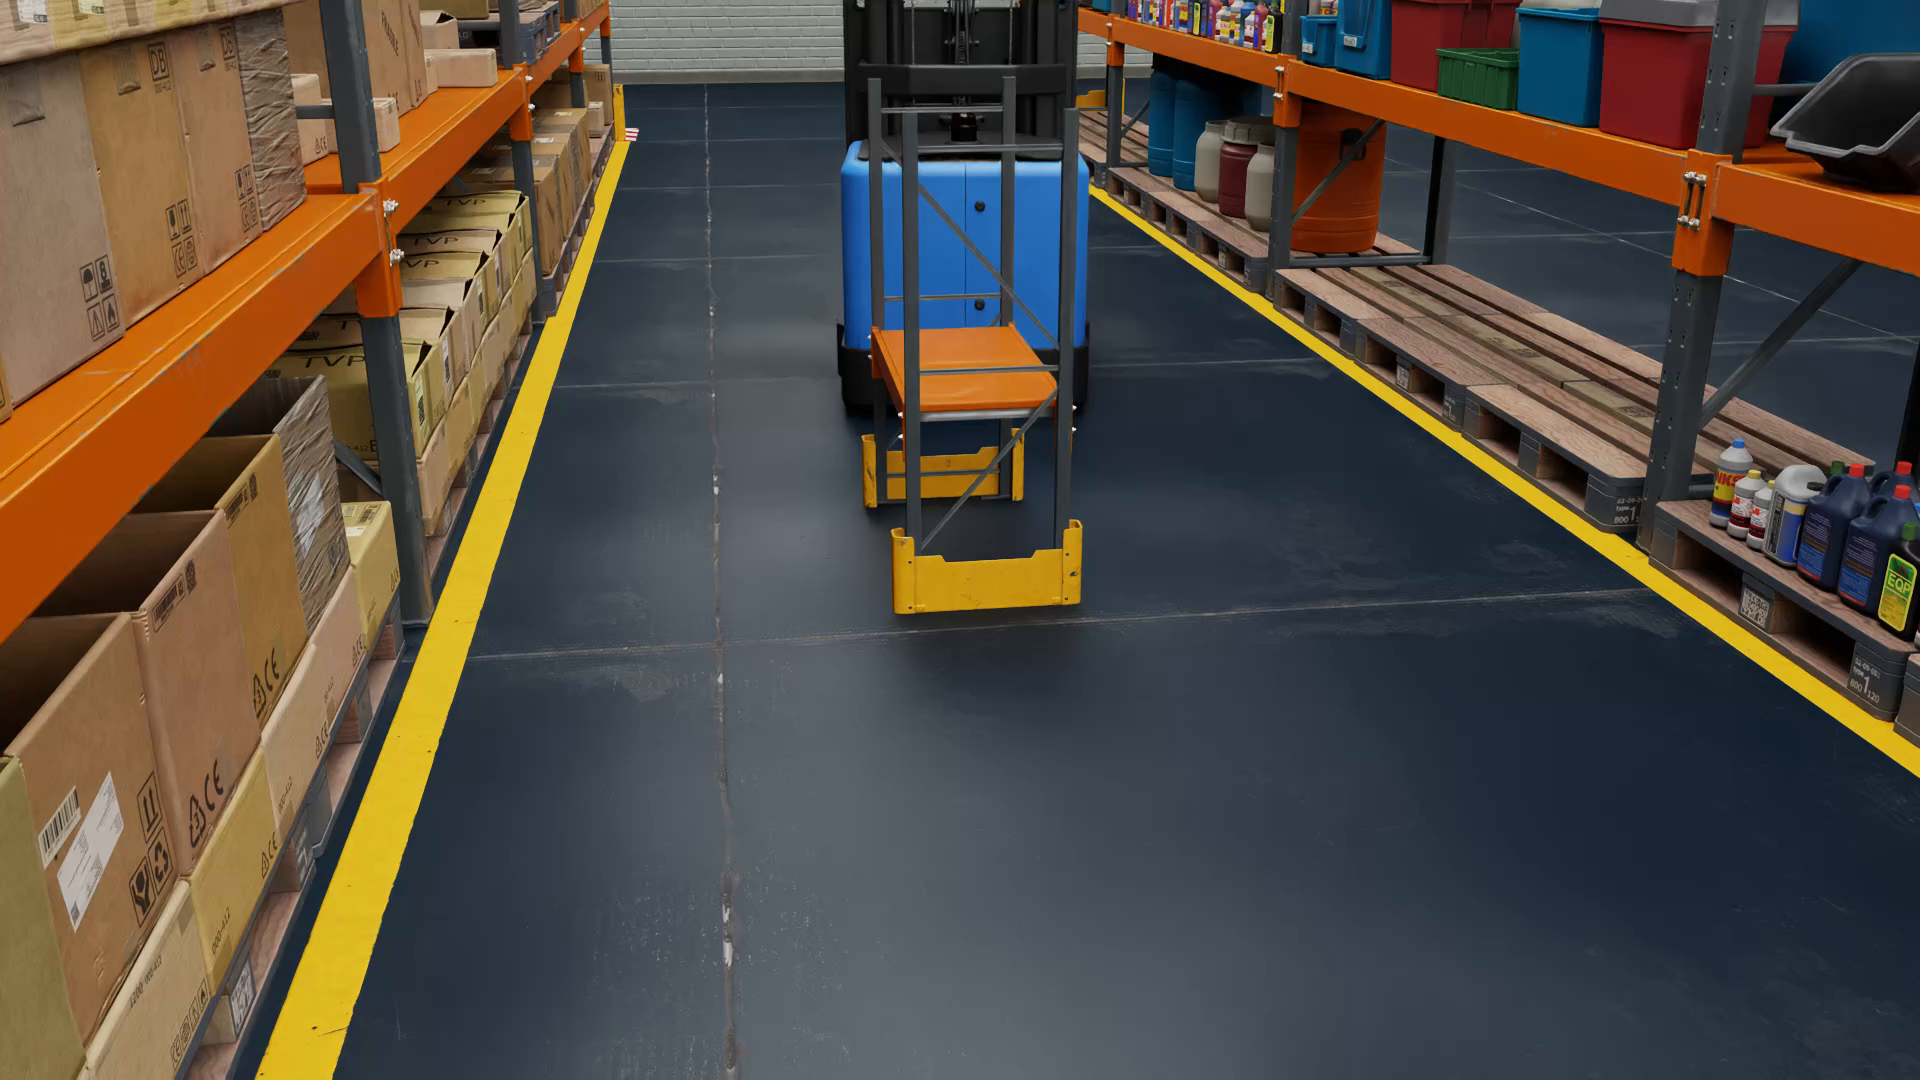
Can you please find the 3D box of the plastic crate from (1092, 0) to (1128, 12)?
[{"bbox_3d":[1.239,-4.322,12.937,0.392,0.384,0.575,-3,21,-8],"label":"plastic crate"}]

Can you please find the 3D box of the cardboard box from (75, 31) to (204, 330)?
[{"bbox_3d":[-1.884,-0.676,3.095,0.700,0.500,0.500,-3,21,-7],"label":"cardboard box"}]

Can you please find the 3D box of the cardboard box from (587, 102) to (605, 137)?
[{"bbox_3d":[-3.406,-3.705,14.649,0.500,0.250,0.500,-3,21,-8],"label":"cardboard box"}]

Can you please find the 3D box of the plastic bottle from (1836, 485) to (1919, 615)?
[{"bbox_3d":[2.530,0.014,4.549,0.144,0.351,0.185,-4,21,-10],"label":"plastic bottle"}]

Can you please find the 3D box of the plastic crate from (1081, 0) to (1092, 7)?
[{"bbox_3d":[1.217,-4.430,13.597,0.437,0.125,0.590,-3,21,-8],"label":"plastic crate"}]

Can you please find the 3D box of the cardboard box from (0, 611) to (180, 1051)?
[{"bbox_3d":[-1.545,0.444,2.497,0.500,0.500,0.500,-3,21,-8],"label":"cardboard box"}]

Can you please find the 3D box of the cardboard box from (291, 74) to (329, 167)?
[{"bbox_3d":[-2.219,-1.236,4.953,0.500,0.250,0.500,-2,21,-4],"label":"cardboard box"}]

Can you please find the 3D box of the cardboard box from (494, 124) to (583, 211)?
[{"bbox_3d":[-2.769,-2.442,10.910,0.500,0.500,0.500,-3,21,-7],"label":"cardboard box"}]

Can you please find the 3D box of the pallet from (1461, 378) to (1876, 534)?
[{"bbox_3d":[2.645,-0.350,6.353,1.003,0.211,1.213,-3,21,-8],"label":"pallet"}]

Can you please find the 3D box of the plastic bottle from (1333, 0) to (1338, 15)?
[{"bbox_3d":[2.355,-3.239,10.285,0.097,0.271,0.097,0,20,0],"label":"plastic bottle"}]

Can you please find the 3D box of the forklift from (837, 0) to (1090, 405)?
[{"bbox_3d":[-0.002,-2.407,7.973,1.130,2.935,3.031,0,20,-1],"label":"forklift"}]

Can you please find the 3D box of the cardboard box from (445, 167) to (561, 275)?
[{"bbox_3d":[-2.465,-1.730,9.005,0.500,0.500,0.500,-2,21,-5],"label":"cardboard box"}]

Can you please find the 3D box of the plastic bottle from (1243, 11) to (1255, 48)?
[{"bbox_3d":[1.694,-2.952,9.616,0.097,0.201,0.097,0,20,0],"label":"plastic bottle"}]

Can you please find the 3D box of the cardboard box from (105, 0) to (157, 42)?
[{"bbox_3d":[-1.672,-0.966,2.945,0.380,0.149,0.250,-2,21,-6],"label":"cardboard box"}]

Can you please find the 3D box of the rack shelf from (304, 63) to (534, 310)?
[{"bbox_3d":[-2.394,-1.494,6.456,1.077,0.370,4.000,-3,21,-8],"label":"rack shelf"}]

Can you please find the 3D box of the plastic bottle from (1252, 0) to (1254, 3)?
[{"bbox_3d":[2.025,-3.662,11.419,0.097,0.271,0.097,0,20,0],"label":"plastic bottle"}]

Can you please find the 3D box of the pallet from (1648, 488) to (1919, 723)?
[{"bbox_3d":[2.853,0.154,5.002,1.003,0.211,1.213,-3,21,-8],"label":"pallet"}]

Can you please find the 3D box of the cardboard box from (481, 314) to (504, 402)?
[{"bbox_3d":[-2.140,-0.731,6.717,0.500,0.250,0.500,-3,21,-7],"label":"cardboard box"}]

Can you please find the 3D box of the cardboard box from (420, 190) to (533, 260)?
[{"bbox_3d":[-2.363,-1.526,8.042,0.500,0.311,0.500,-2,21,-6],"label":"cardboard box"}]

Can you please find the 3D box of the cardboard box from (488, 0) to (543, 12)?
[{"bbox_3d":[-2.827,-3.305,9.536,0.700,0.500,0.500,1,20,2],"label":"cardboard box"}]

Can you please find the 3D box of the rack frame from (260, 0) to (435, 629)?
[{"bbox_3d":[-2.105,-1.138,4.476,1.000,3.000,0.127,-3,21,-8],"label":"rack frame"}]

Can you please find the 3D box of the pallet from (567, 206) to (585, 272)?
[{"bbox_3d":[-2.925,-1.899,10.498,1.003,0.211,1.213,-3,21,-8],"label":"pallet"}]

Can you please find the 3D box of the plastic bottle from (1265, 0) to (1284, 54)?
[{"bbox_3d":[1.740,-2.836,9.188,0.061,0.283,0.133,-3,21,-8],"label":"plastic bottle"}]

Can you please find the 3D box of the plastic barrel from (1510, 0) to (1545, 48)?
[{"bbox_3d":[2.641,-2.333,7.515,0.421,0.512,0.421,0,20,0],"label":"plastic barrel"}]

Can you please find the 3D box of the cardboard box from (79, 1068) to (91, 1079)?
[{"bbox_3d":[-1.462,0.968,2.166,0.500,0.250,0.500,-3,21,-8],"label":"cardboard box"}]

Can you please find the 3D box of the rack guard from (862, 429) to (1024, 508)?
[{"bbox_3d":[-0.061,-0.263,6.063,0.587,0.250,0.087,-3,21,-8],"label":"rack guard"}]

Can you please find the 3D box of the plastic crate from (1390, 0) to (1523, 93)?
[{"bbox_3d":[2.150,-2.227,7.299,0.402,0.464,0.583,-3,21,-8],"label":"plastic crate"}]

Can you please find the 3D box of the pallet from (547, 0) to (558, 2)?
[{"bbox_3d":[-3.251,-3.536,11.171,1.003,0.211,1.213,-3,21,-8],"label":"pallet"}]

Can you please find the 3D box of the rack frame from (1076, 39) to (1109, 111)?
[{"bbox_3d":[1.067,-5.542,16.266,1.000,3.000,0.127,-3,21,-8],"label":"rack frame"}]

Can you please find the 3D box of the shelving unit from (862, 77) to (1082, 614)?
[{"bbox_3d":[0.011,-0.676,5.383,0.587,1.500,1.083,-3,21,-8],"label":"shelving unit"}]

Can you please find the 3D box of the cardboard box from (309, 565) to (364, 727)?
[{"bbox_3d":[-1.760,0.276,4.019,0.500,0.250,0.500,-3,21,-8],"label":"cardboard box"}]

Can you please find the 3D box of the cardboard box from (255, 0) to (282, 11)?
[{"bbox_3d":[-1.820,-1.320,3.893,0.380,0.149,0.250,-3,21,-9],"label":"cardboard box"}]

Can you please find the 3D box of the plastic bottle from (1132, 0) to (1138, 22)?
[{"bbox_3d":[1.294,-3.907,12.057,0.061,0.283,0.133,-3,21,-8],"label":"plastic bottle"}]

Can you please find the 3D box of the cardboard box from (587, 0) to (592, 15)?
[{"bbox_3d":[-3.139,-4.322,12.859,0.500,0.500,0.500,-3,21,-7],"label":"cardboard box"}]

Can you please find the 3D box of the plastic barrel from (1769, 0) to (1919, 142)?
[{"bbox_3d":[3.041,-1.771,5.453,0.600,0.901,0.708,-3,21,-8],"label":"plastic barrel"}]

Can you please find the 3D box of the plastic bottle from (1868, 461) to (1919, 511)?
[{"bbox_3d":[2.645,-0.059,4.744,0.144,0.351,0.185,-3,21,-8],"label":"plastic bottle"}]

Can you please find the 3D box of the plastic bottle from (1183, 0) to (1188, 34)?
[{"bbox_3d":[1.504,-3.441,10.825,0.097,0.271,0.097,0,20,0],"label":"plastic bottle"}]

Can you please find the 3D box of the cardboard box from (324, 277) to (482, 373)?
[{"bbox_3d":[-2.061,-0.818,6.147,0.500,0.311,0.500,-4,21,-10],"label":"cardboard box"}]

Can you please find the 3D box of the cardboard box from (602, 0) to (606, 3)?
[{"bbox_3d":[-3.423,-5.019,14.724,0.500,0.500,0.500,-3,21,-7],"label":"cardboard box"}]

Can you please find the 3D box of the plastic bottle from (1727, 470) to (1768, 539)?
[{"bbox_3d":[2.424,-0.114,5.106,0.097,0.201,0.097,0,20,0],"label":"plastic bottle"}]

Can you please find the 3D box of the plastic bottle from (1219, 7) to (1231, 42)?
[{"bbox_3d":[1.624,-3.120,10.067,0.097,0.201,0.097,0,20,0],"label":"plastic bottle"}]

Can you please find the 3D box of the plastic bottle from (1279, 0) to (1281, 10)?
[{"bbox_3d":[2.199,-3.550,11.112,0.152,0.276,0.135,-3,21,-8],"label":"plastic bottle"}]

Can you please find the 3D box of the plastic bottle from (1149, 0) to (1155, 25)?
[{"bbox_3d":[1.376,-3.749,11.650,0.097,0.271,0.097,0,20,0],"label":"plastic bottle"}]

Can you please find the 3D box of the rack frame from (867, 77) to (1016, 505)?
[{"bbox_3d":[-0.061,-0.849,5.846,0.500,1.500,0.032,-3,21,-8],"label":"rack frame"}]

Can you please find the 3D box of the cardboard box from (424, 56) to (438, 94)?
[{"bbox_3d":[-2.442,-1.967,7.054,0.380,0.149,0.250,-1,21,-4],"label":"cardboard box"}]

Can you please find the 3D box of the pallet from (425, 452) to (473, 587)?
[{"bbox_3d":[-2.250,-0.085,5.642,1.003,0.211,1.213,-3,21,-8],"label":"pallet"}]

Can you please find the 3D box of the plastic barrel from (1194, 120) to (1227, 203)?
[{"bbox_3d":[1.800,-2.553,11.221,0.421,0.512,0.421,0,20,0],"label":"plastic barrel"}]

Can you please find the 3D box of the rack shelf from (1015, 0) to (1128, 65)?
[{"bbox_3d":[1.355,-4.512,14.538,1.077,0.370,4.000,-3,21,-8],"label":"rack shelf"}]

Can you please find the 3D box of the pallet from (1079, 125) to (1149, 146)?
[{"bbox_3d":[1.320,-3.526,14.856,1.003,0.211,1.213,-3,21,-8],"label":"pallet"}]
